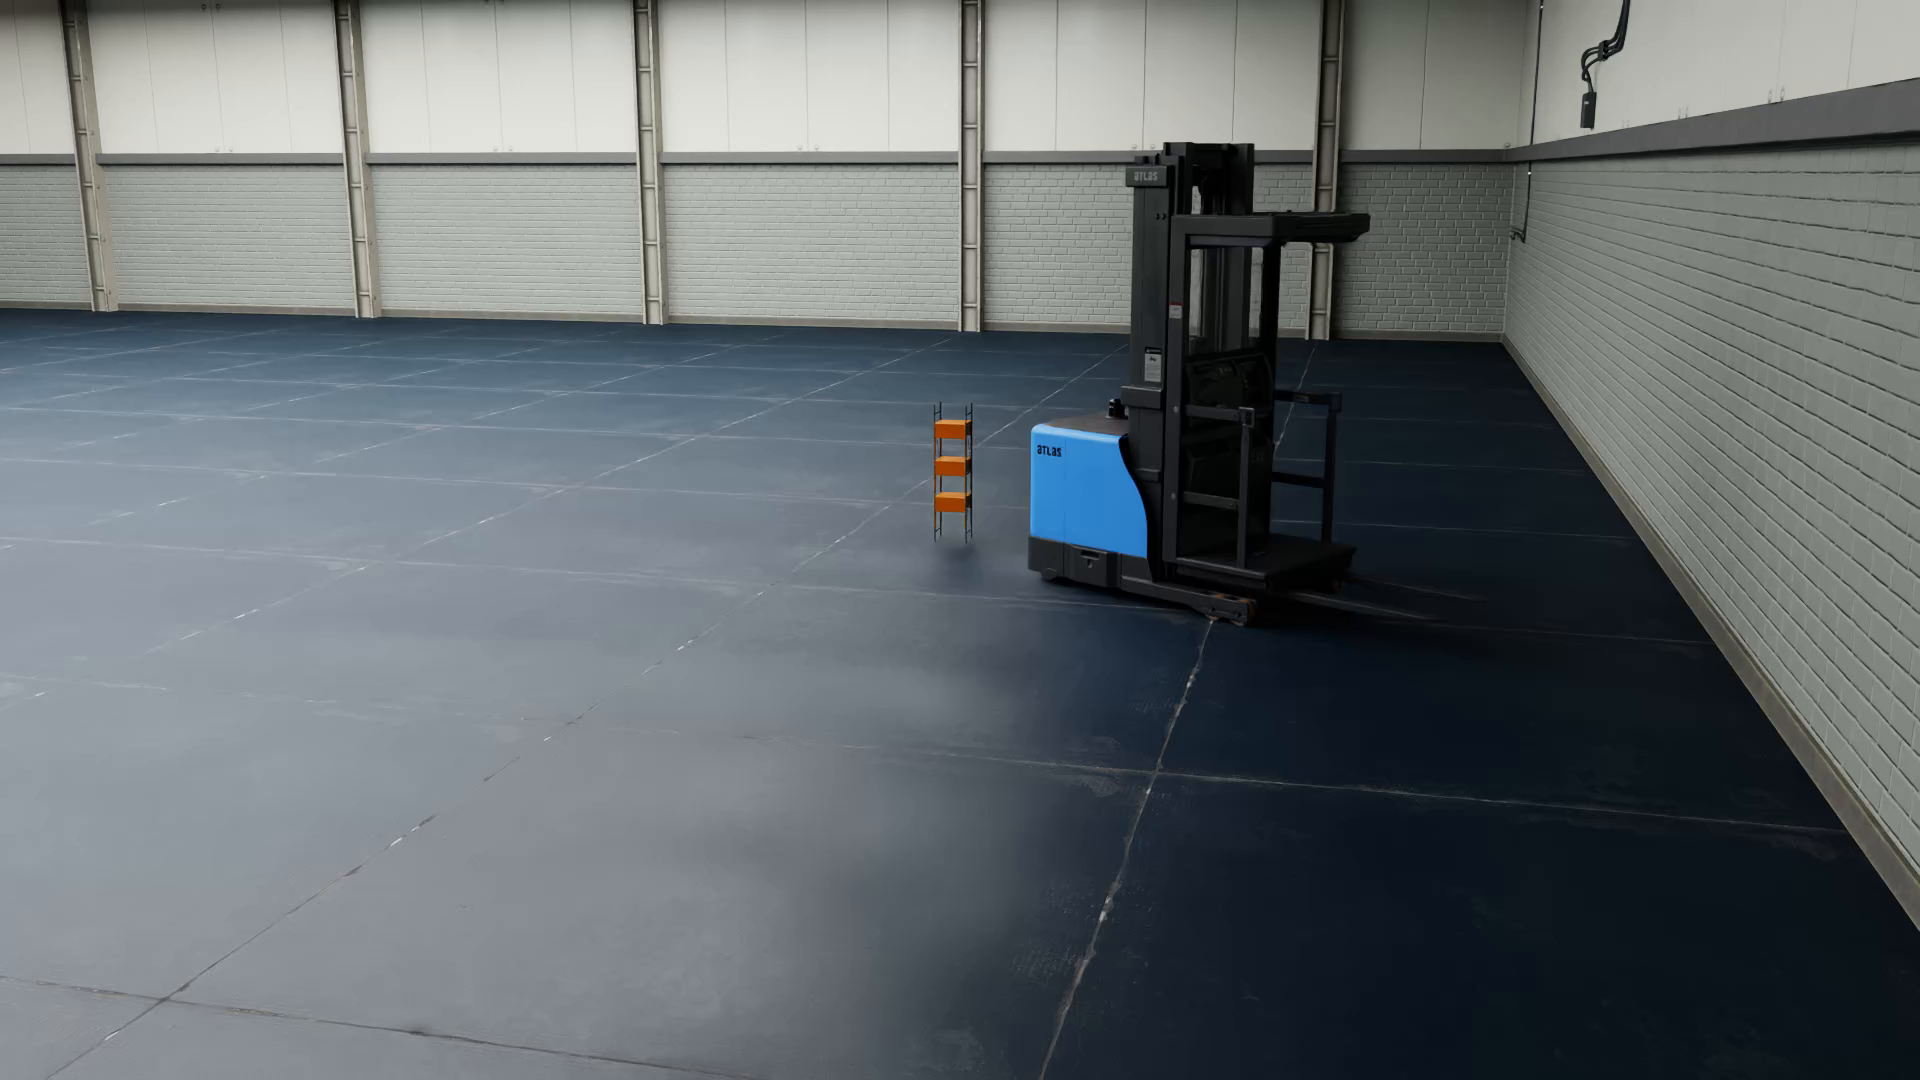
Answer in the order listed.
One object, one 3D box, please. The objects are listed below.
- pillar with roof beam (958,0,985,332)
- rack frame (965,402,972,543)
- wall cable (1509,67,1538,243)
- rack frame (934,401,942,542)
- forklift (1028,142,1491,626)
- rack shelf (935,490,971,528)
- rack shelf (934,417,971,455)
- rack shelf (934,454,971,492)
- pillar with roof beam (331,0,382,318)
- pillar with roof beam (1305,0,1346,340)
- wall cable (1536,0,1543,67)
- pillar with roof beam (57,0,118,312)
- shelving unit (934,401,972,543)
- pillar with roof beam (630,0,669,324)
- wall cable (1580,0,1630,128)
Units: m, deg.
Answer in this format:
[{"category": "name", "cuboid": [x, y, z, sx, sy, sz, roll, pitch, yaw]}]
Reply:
[{"category": "pillar with roof beam", "cuboid": [-0.833, -7.190, 24.363, 0.400, 9.000, 9.100, 3, 13, 14]}, {"category": "rack frame", "cuboid": [0.067, -0.509, 12.604, 0.008, 1.050, 0.200, 3, 13, 14]}, {"category": "wall cable", "cuboid": [8.567, -5.837, 25.434, 0.112, 2.526, 3.097, 3, 13, 14]}, {"category": "rack frame", "cuboid": [-0.170, -0.522, 12.661, 0.008, 1.050, 0.200, 3, 13, 14]}, {"category": "forklift", "cuboid": [1.889, -1.024, 10.583, 3.031, 2.935, 1.130, 11, 17, 42]}, {"category": "rack shelf", "cuboid": [-0.052, -0.234, 12.695, 0.240, 0.259, 0.215, 3, 13, 14]}, {"category": "rack shelf", "cuboid": [-0.052, -0.782, 12.573, 0.240, 0.259, 0.215, 3, 13, 14]}, {"category": "rack shelf", "cuboid": [-0.052, -0.505, 12.635, 0.240, 0.259, 0.215, 3, 13, 14]}, {"category": "pillar with roof beam", "cuboid": [-12.483, -7.812, 27.170, 0.400, 9.000, 9.100, 3, 13, 14]}, {"category": "pillar with roof beam", "cuboid": [4.993, -6.878, 22.960, 0.400, 9.000, 9.100, 3, 13, 14]}, {"category": "wall cable", "cuboid": [7.919, -7.733, 22.323, 0.112, 2.526, 3.097, 3, 13, 14]}, {"category": "pillar with roof beam", "cuboid": [-18.308, -8.124, 28.574, 0.400, 9.000, 9.100, 3, 13, 14]}, {"category": "shelving unit", "cuboid": [-0.052, -0.515, 12.633, 0.252, 1.050, 0.215, 3, 13, 14]}, {"category": "pillar with roof beam", "cuboid": [-6.658, -7.501, 25.767, 0.400, 9.000, 9.100, 3, 13, 14]}, {"category": "wall cable", "cuboid": [6.277, -7.017, 15.735, 0.169, 6.003, 2.305, 3, 13, 14]}]
